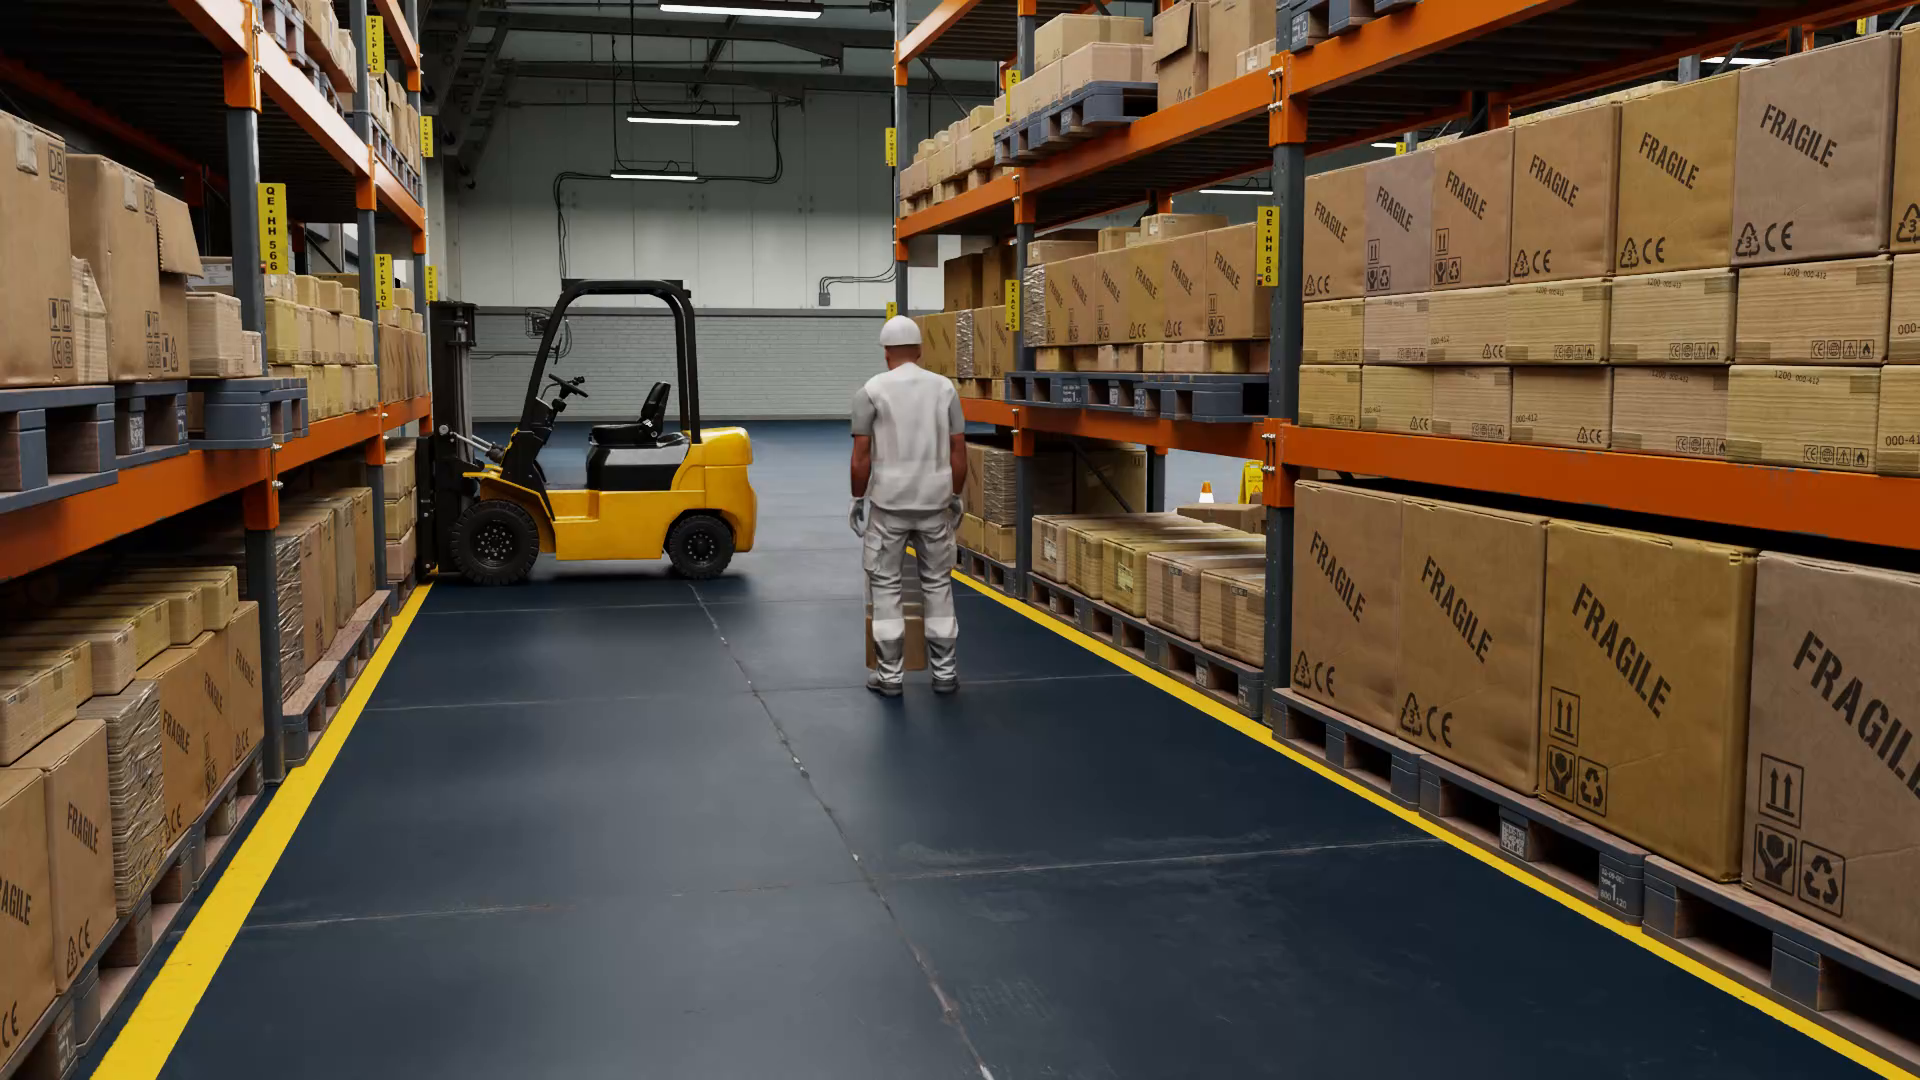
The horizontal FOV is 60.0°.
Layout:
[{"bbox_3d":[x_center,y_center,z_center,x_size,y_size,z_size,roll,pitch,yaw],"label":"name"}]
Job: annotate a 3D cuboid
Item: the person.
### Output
[{"bbox_3d":[-0.244,-0.163,7.854,0.574,1.781,0.438,-2,6,-16],"label":"person"}]
